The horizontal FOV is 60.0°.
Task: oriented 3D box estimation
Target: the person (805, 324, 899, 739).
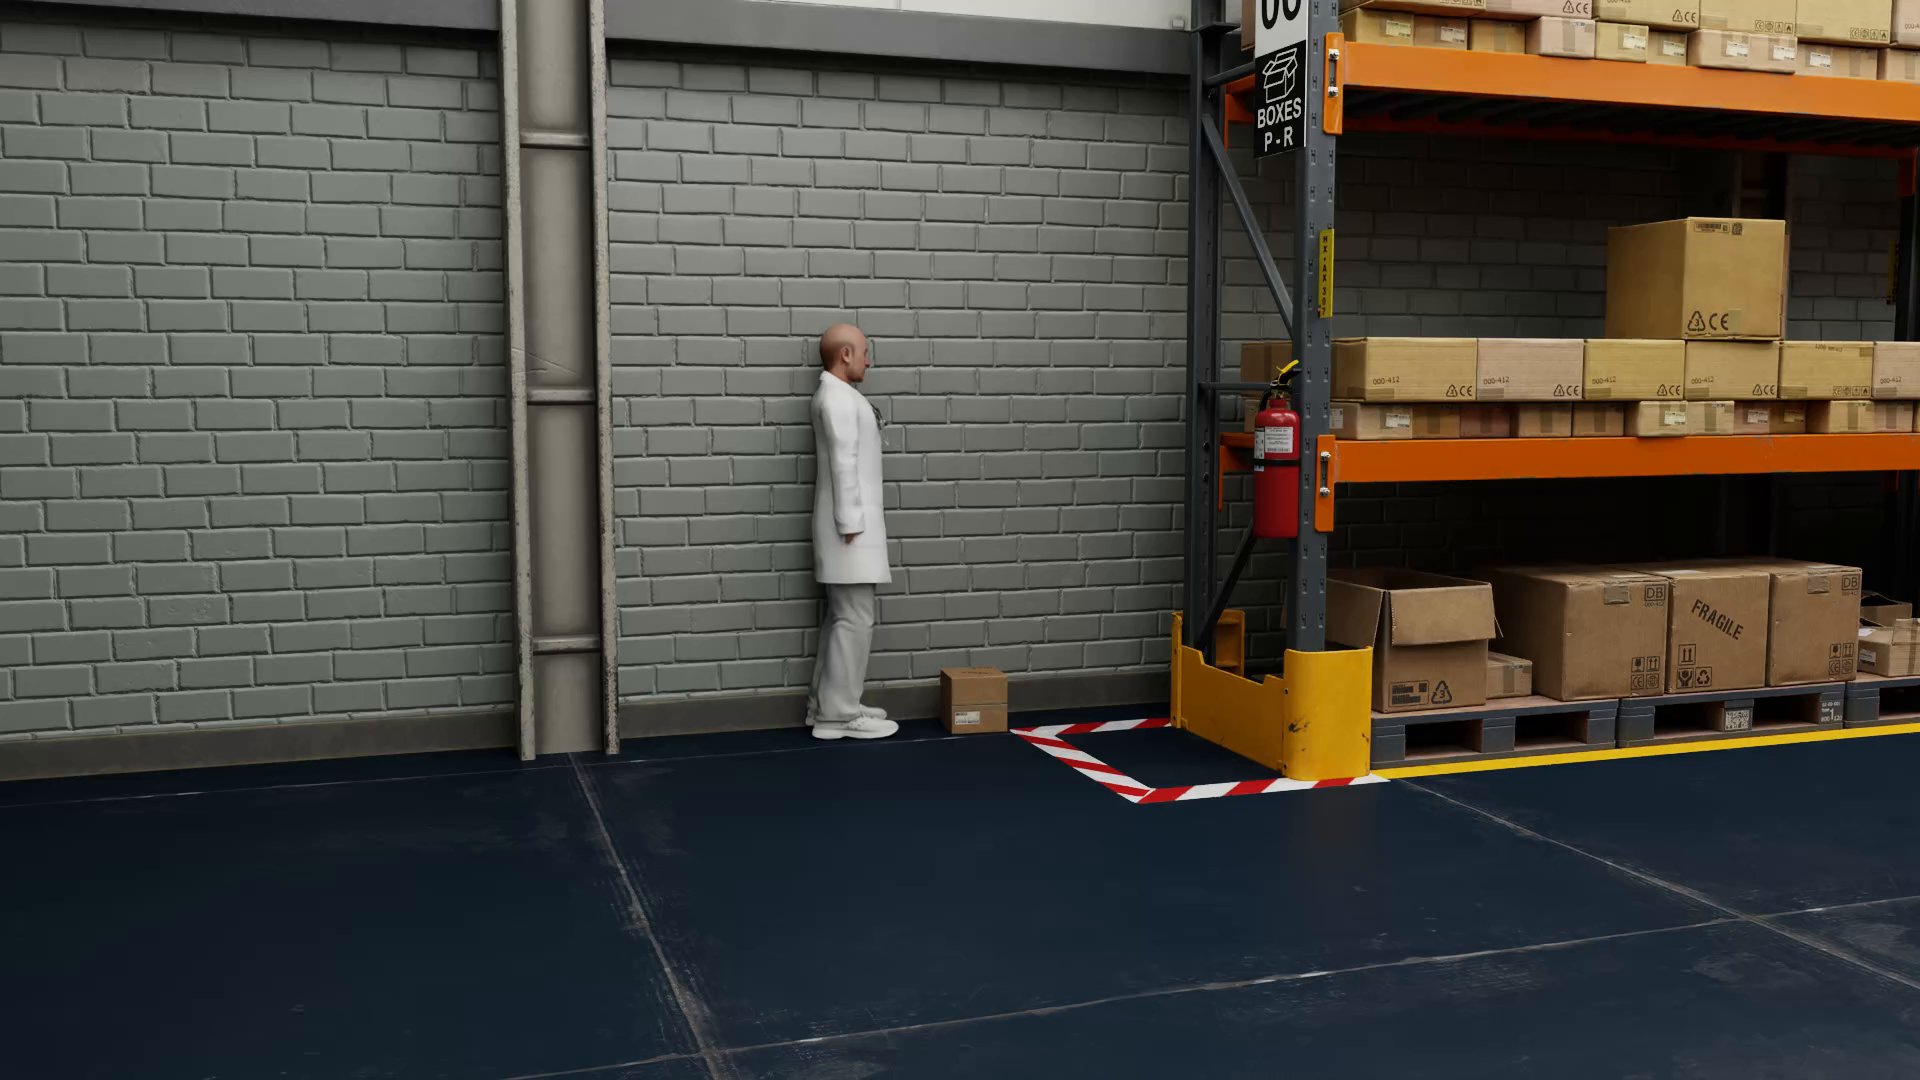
[{"bbox_3d":[-0.483,-0.045,7.232,0.381,1.776,0.562,-1,6,-11],"label":"person"}]
